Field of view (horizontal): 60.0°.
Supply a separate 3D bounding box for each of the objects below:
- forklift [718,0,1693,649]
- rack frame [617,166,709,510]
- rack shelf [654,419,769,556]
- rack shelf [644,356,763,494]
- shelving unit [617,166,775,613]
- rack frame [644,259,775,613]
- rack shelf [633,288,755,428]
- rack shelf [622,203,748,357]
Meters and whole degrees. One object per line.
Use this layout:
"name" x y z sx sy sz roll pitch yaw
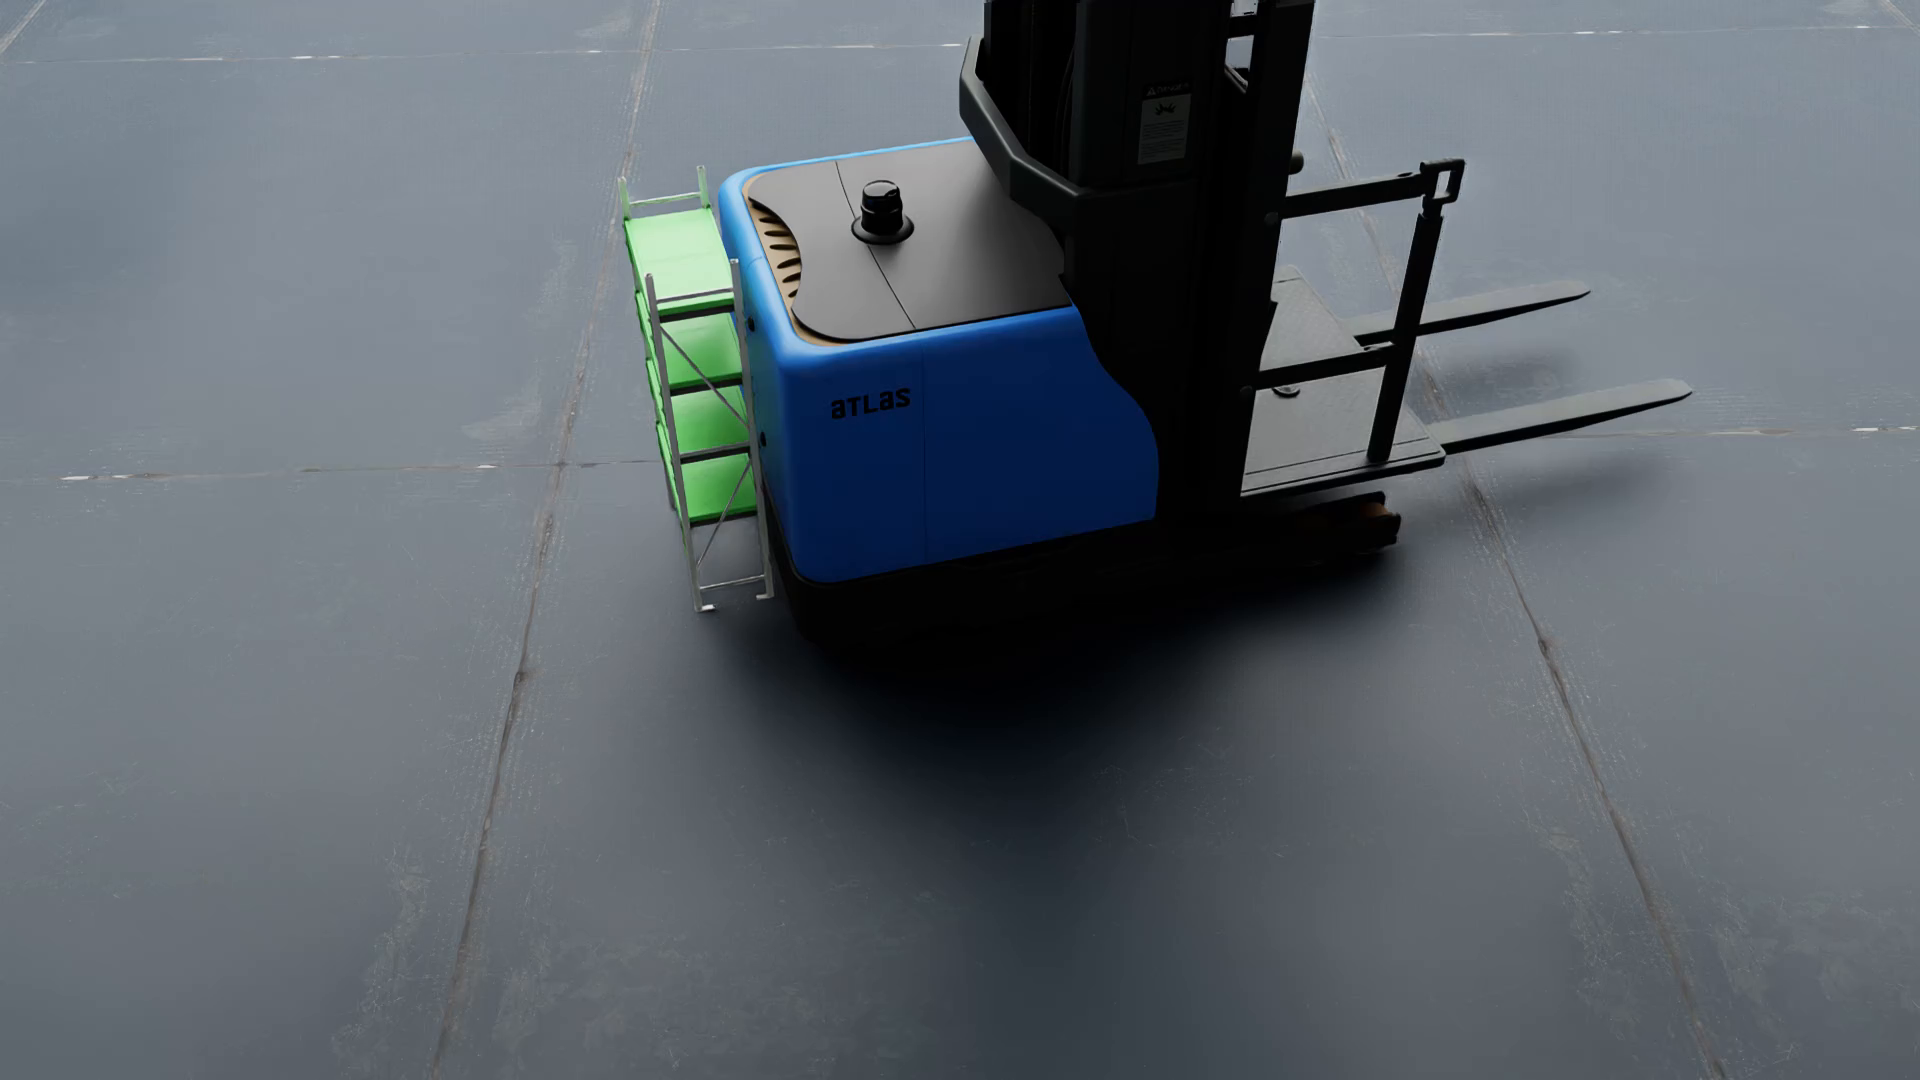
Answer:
"forklift" 0.859 -1.330 4.532 3.031 2.935 1.130 -11 44 -12
"rack frame" -0.820 -0.567 4.980 0.240 1.200 0.015 -11 44 -12
"rack shelf" -0.751 -0.185 5.013 0.258 0.148 0.480 -11 44 -12
"rack shelf" -0.751 -0.362 4.851 0.258 0.148 0.480 -11 44 -12
"shelving unit" -0.751 -0.409 4.808 0.258 1.200 0.503 -11 44 -12
"rack frame" -0.682 -0.251 4.635 0.240 1.200 0.015 -11 44 -12
"rack shelf" -0.752 -0.538 4.688 0.258 0.148 0.480 -11 44 -12
"rack shelf" -0.752 -0.715 4.526 0.258 0.148 0.480 -11 44 -12
